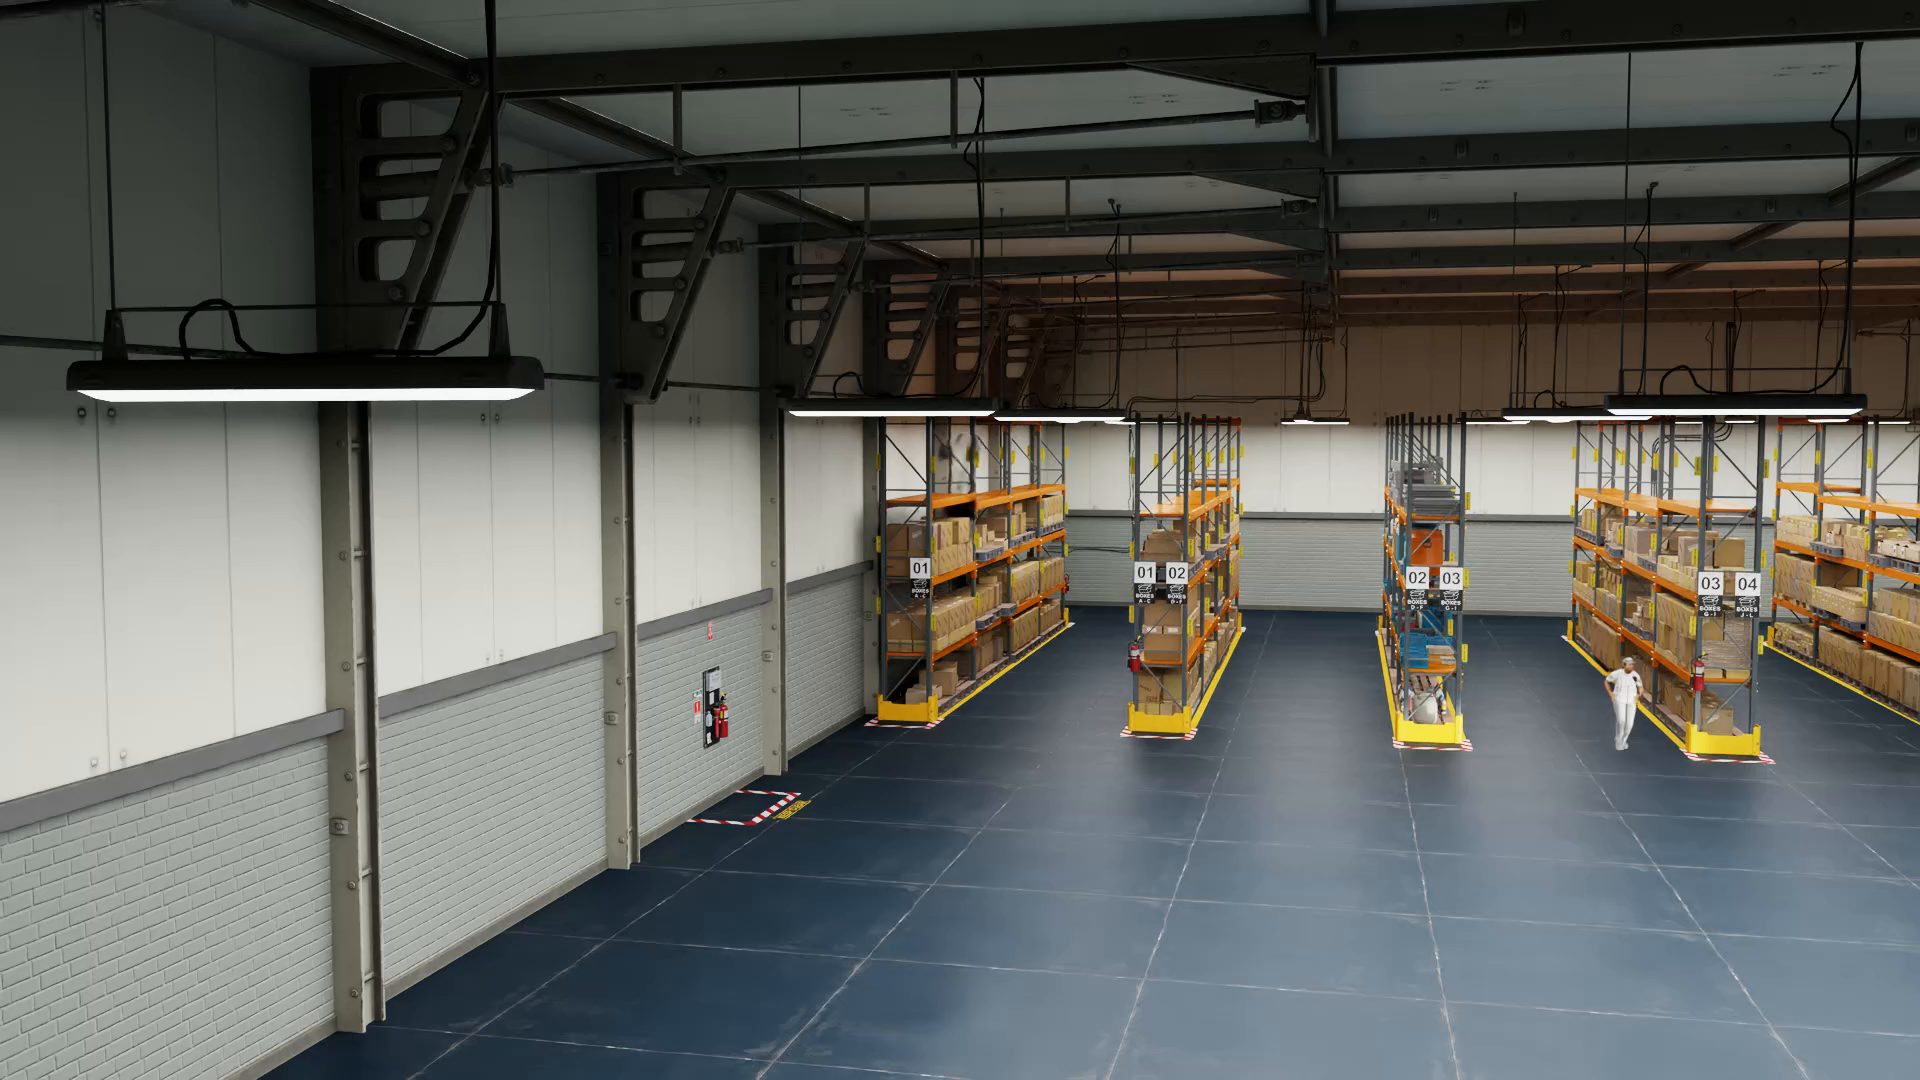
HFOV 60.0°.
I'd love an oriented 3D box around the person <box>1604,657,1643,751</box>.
[{"bbox_3d":[11.821,2.909,29.543,0.619,1.665,0.639,0,4,4],"label":"person"}]
